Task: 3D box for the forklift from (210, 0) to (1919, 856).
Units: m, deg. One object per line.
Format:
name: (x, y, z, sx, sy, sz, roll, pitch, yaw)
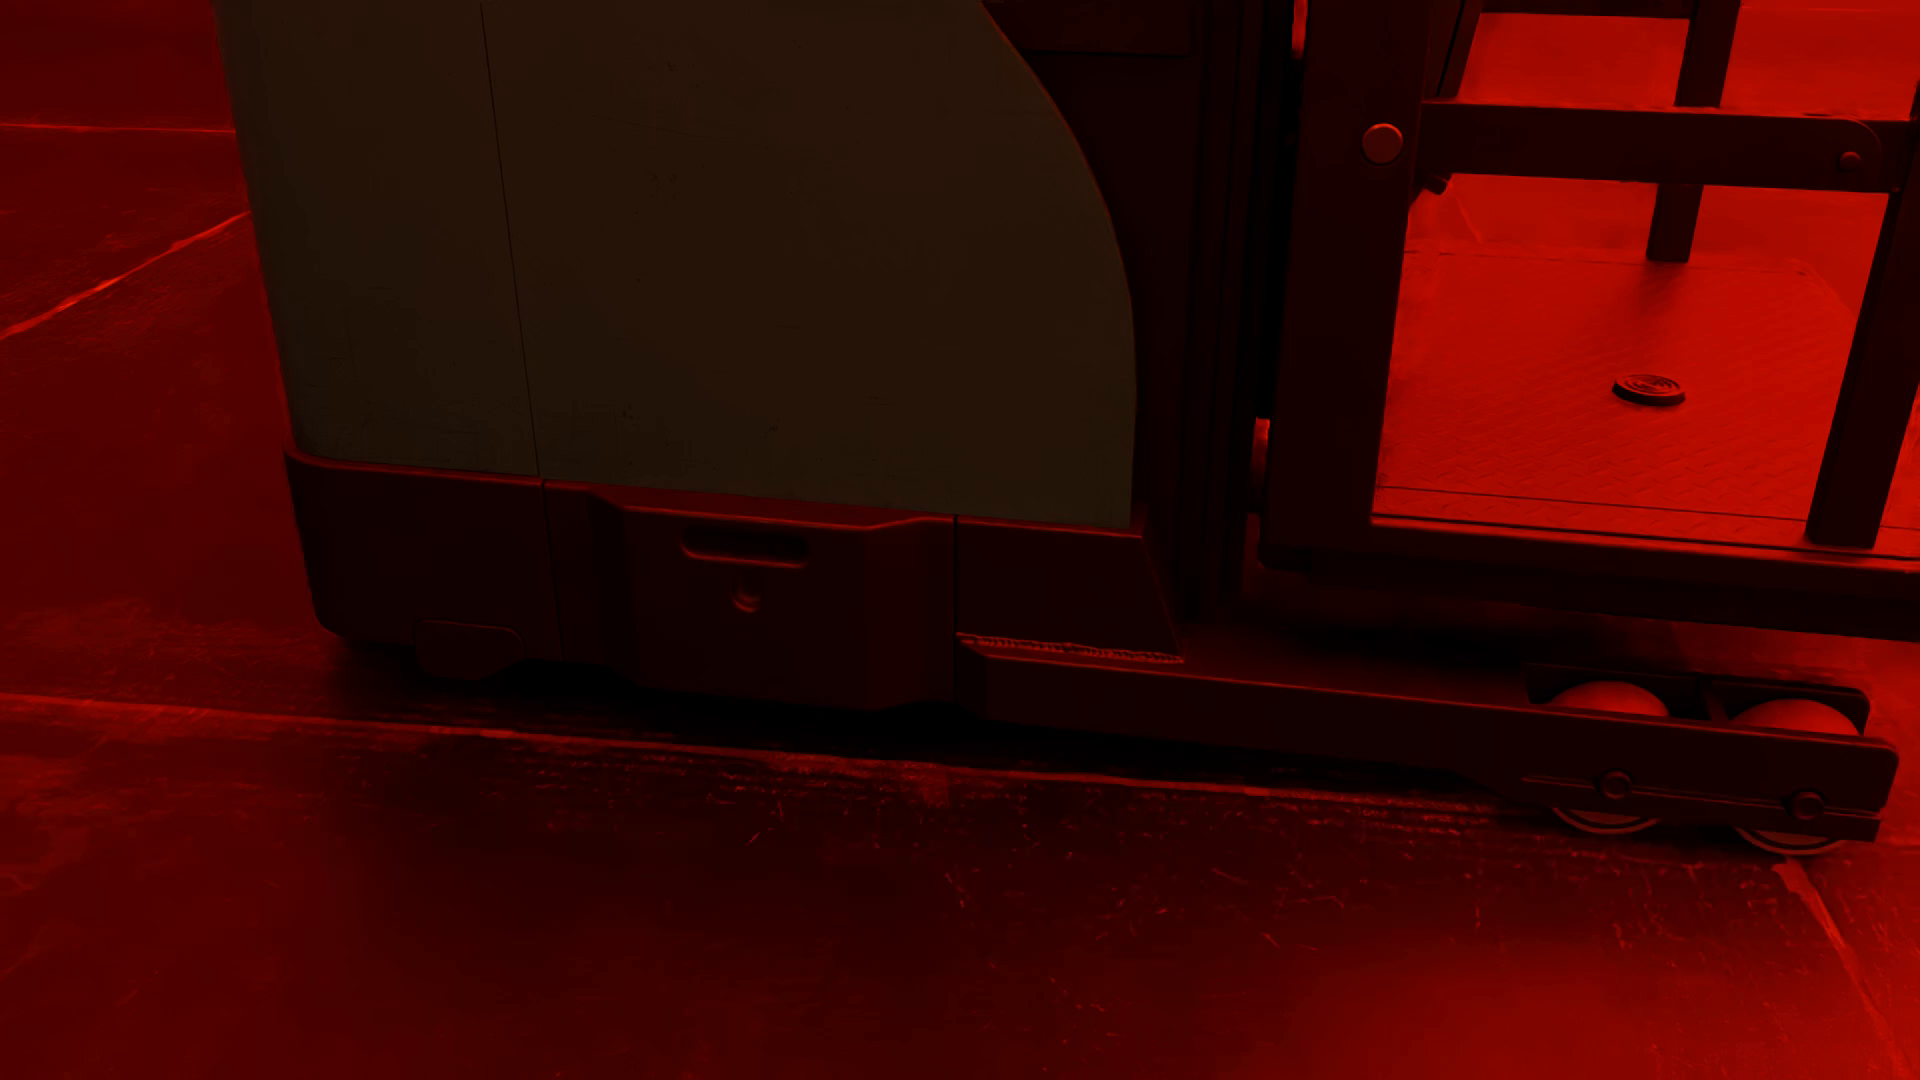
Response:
forklift: (0.731, -1.227, 1.677, 3.031, 2.935, 1.130, 5, 27, 10)
